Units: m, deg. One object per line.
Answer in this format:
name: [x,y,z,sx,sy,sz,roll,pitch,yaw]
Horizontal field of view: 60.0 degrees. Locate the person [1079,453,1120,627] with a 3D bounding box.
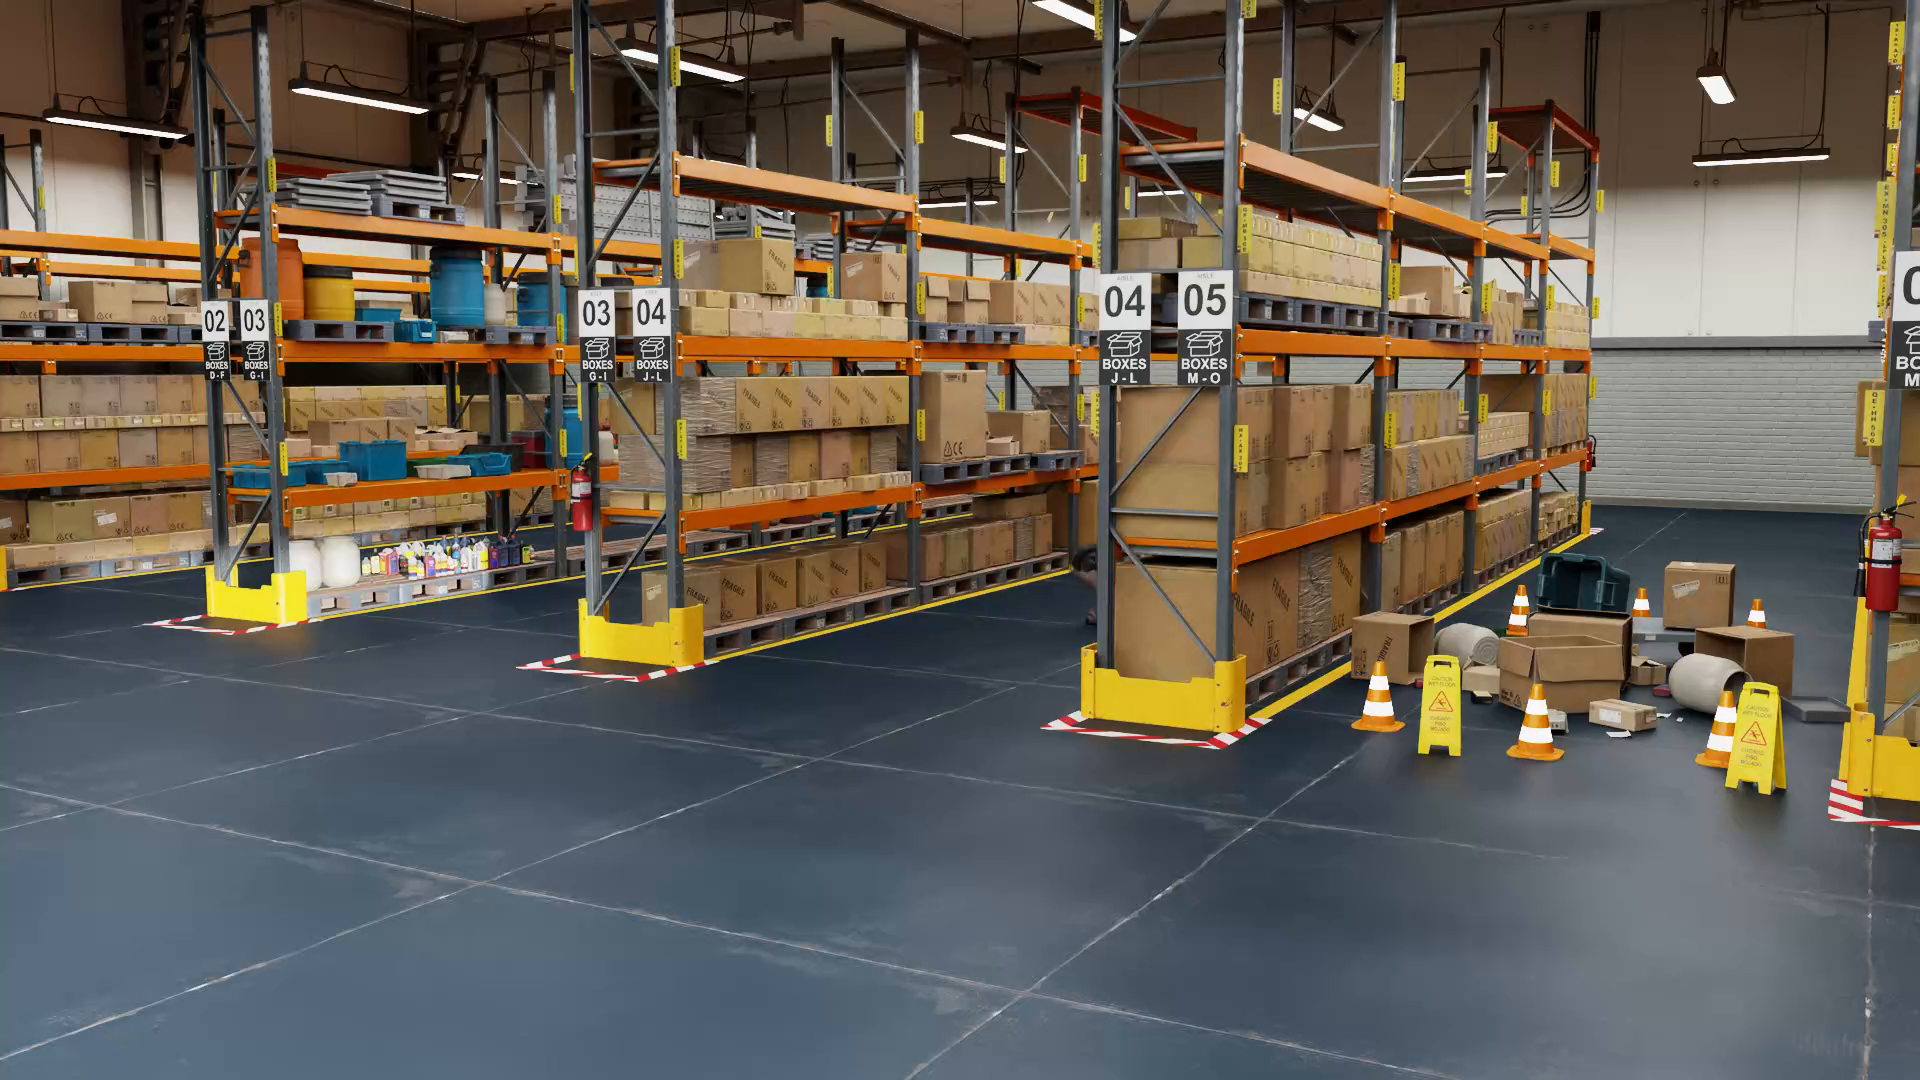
person: [1.404,-0.027,16.504,0.424,1.721,0.571,3,7,27]
